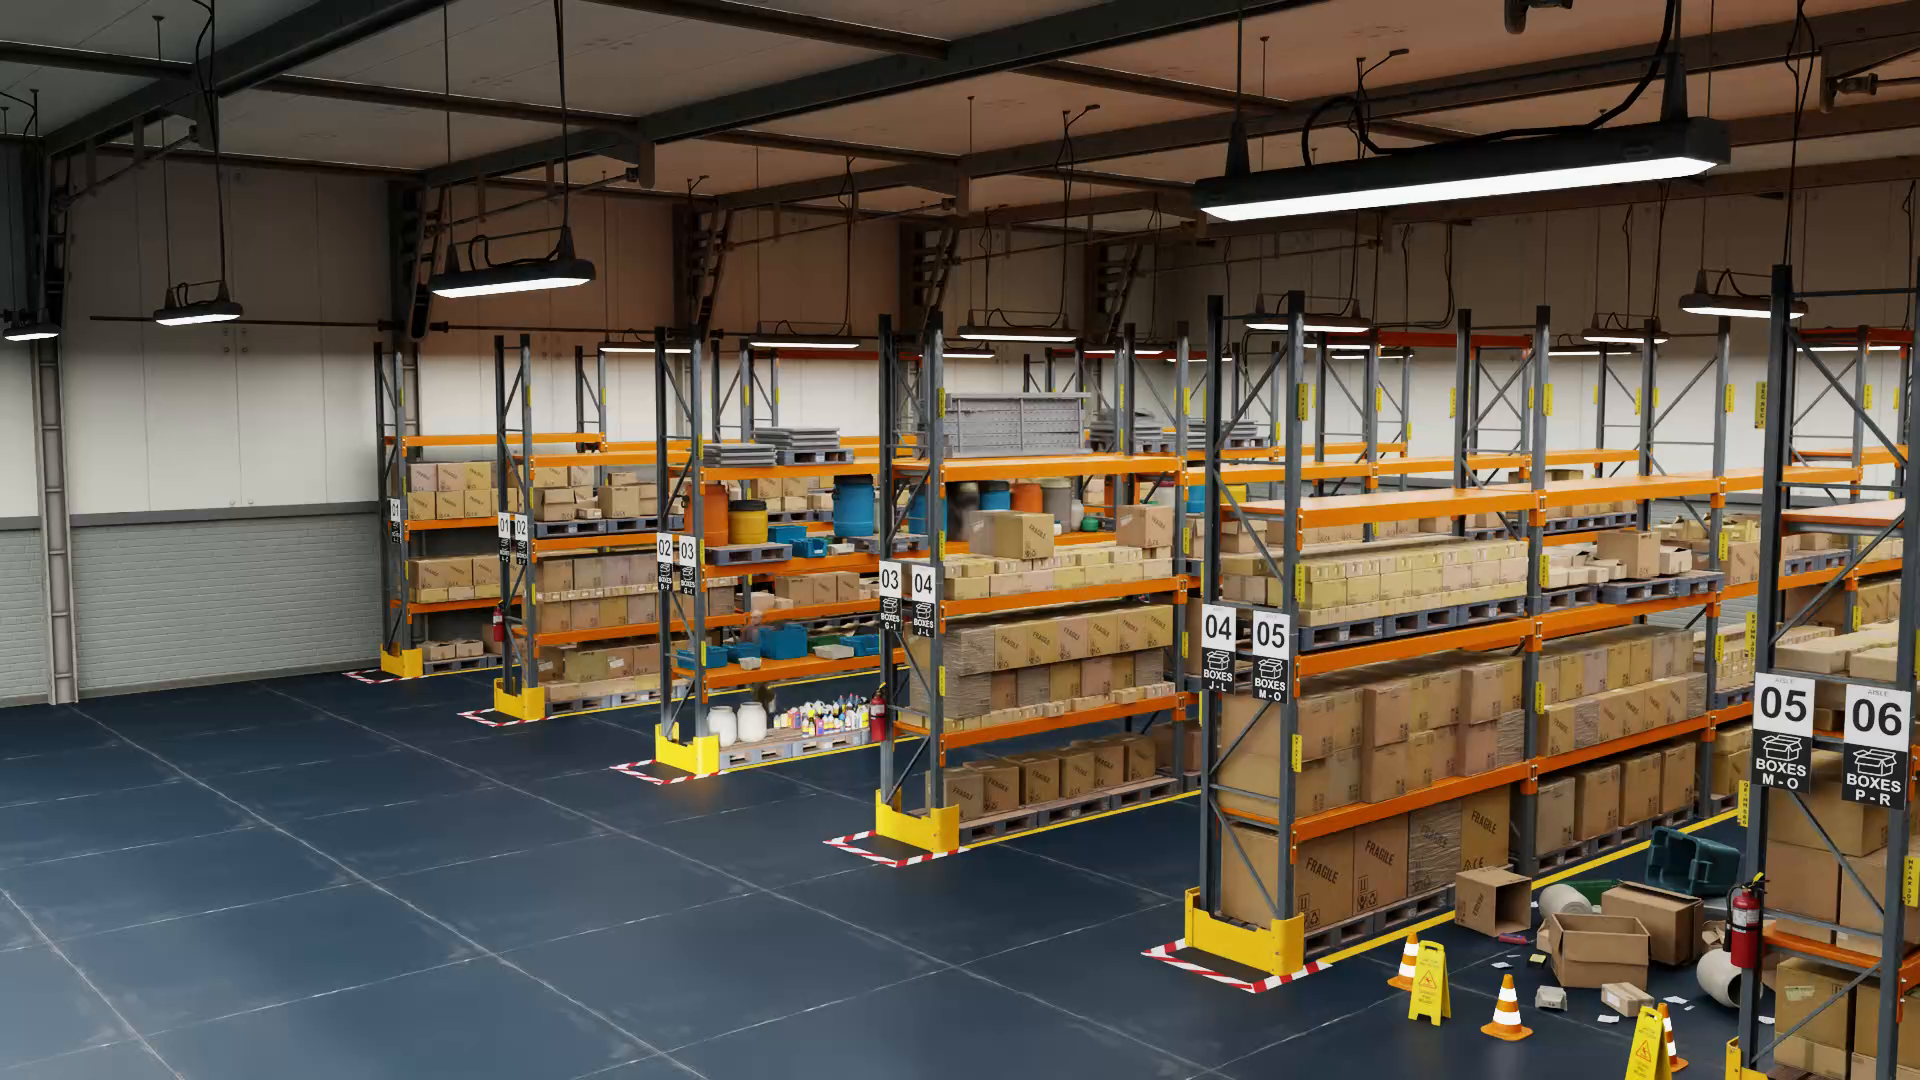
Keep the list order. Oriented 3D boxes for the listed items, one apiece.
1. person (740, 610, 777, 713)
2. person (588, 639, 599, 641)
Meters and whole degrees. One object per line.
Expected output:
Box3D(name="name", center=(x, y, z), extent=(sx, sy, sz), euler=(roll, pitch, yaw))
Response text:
Box3D(name="person", center=(-3.080, 1.936, 26.051), extent=(0.705, 1.732, 0.854), euler=(3, 6, 26))
Box3D(name="person", center=(-6.405, 1.722, 29.018), extent=(0.601, 1.642, 0.948), euler=(5, 7, 44))
